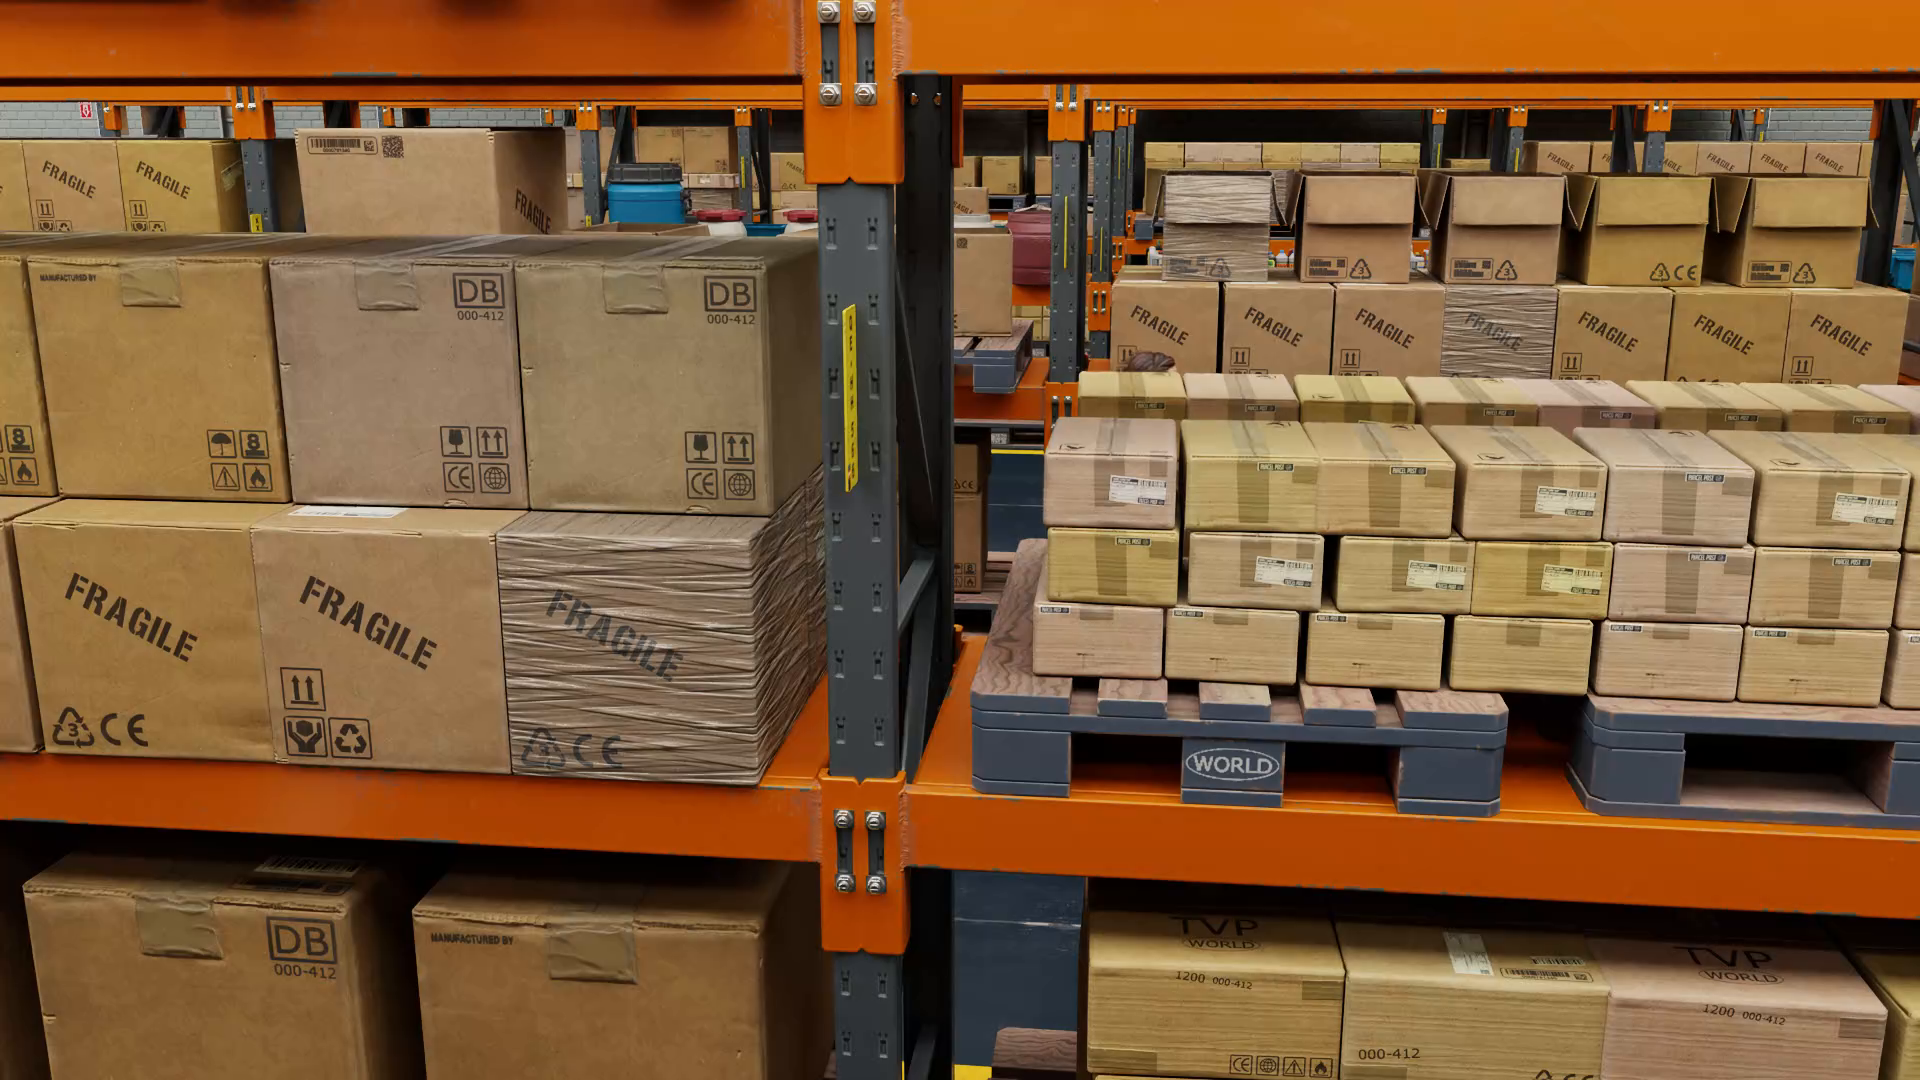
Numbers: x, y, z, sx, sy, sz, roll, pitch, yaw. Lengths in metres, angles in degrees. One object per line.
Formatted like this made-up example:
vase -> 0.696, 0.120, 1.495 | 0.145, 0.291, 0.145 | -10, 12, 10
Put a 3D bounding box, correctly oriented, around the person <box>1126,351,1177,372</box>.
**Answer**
person -> 0.807, 0.078, 6.705 | 0.452, 1.673, 0.466 | 1, 14, 6
